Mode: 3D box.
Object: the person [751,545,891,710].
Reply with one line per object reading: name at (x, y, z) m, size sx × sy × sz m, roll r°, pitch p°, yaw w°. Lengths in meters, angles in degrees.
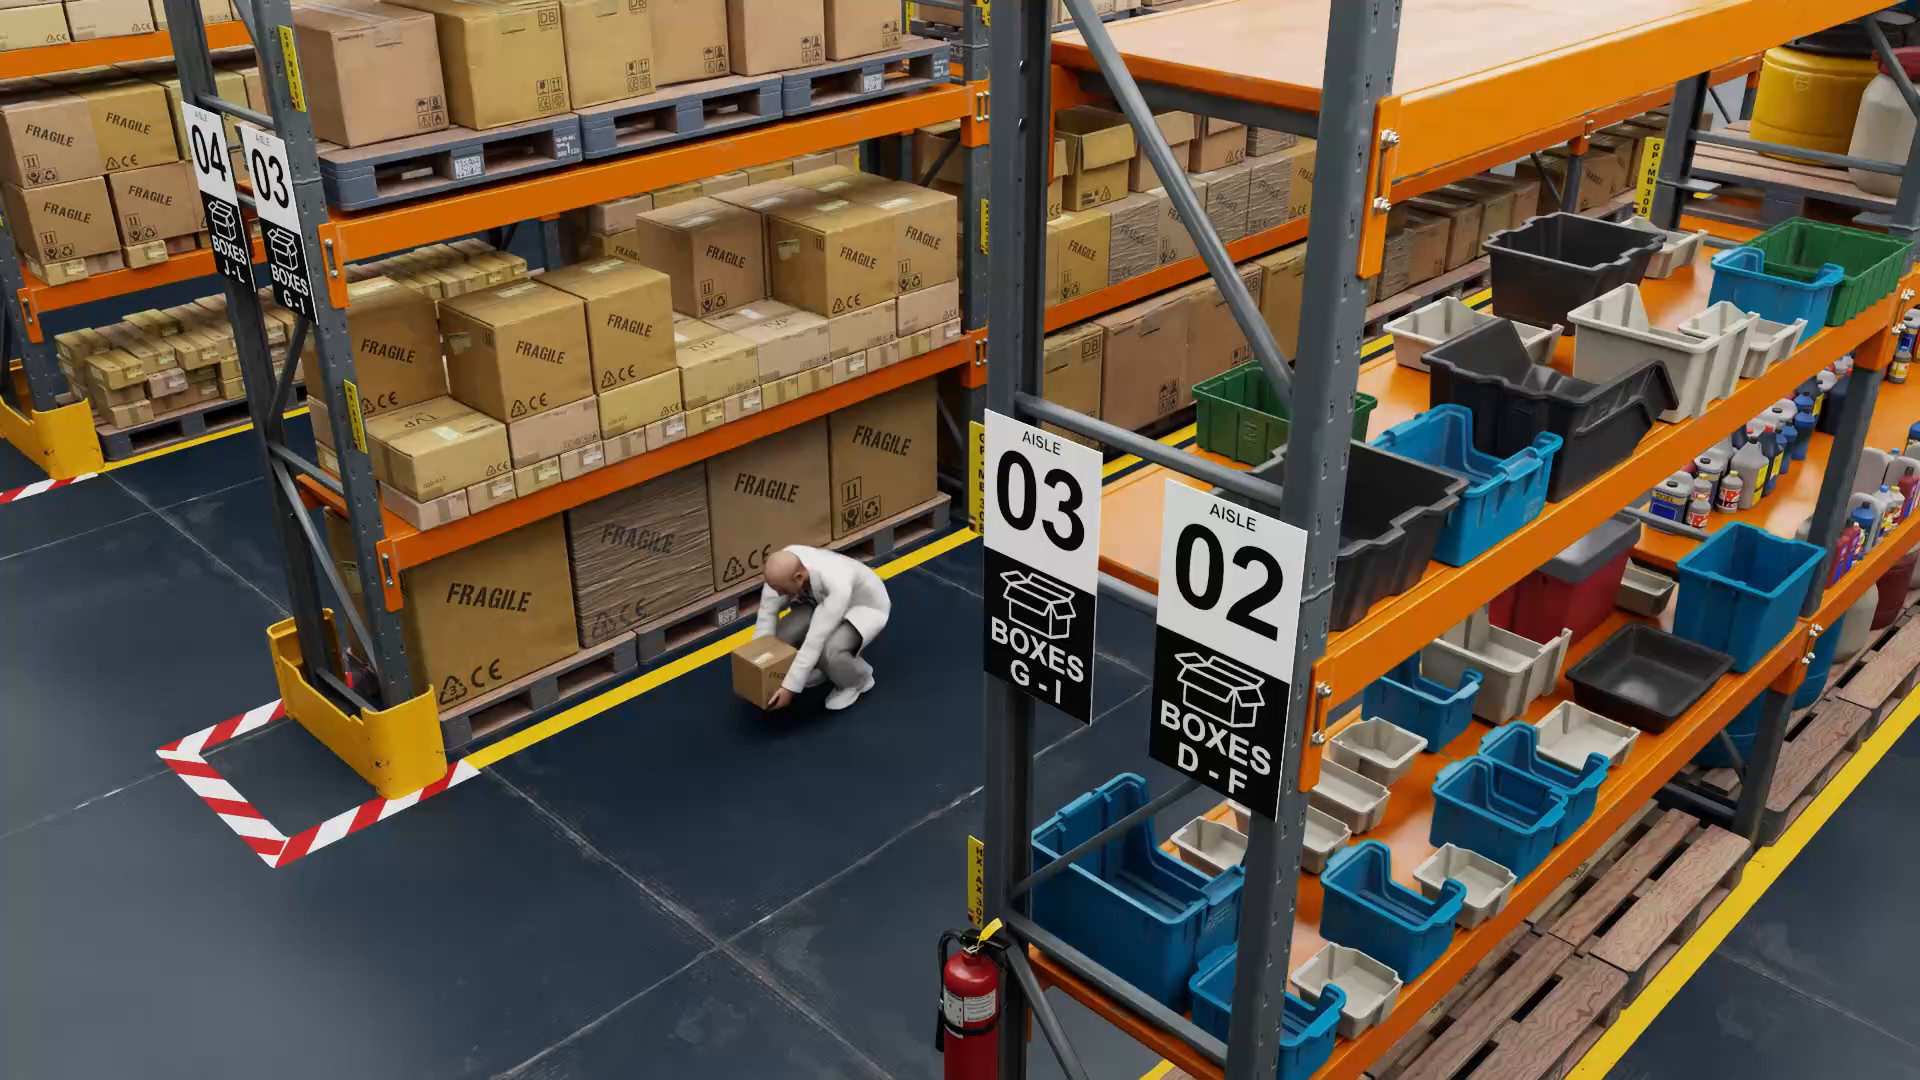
person at (-0.753, 0.412, 8.709) m, size 0.582 × 0.986 × 0.925 m, roll 24°, pitch 36°, yaw 38°
